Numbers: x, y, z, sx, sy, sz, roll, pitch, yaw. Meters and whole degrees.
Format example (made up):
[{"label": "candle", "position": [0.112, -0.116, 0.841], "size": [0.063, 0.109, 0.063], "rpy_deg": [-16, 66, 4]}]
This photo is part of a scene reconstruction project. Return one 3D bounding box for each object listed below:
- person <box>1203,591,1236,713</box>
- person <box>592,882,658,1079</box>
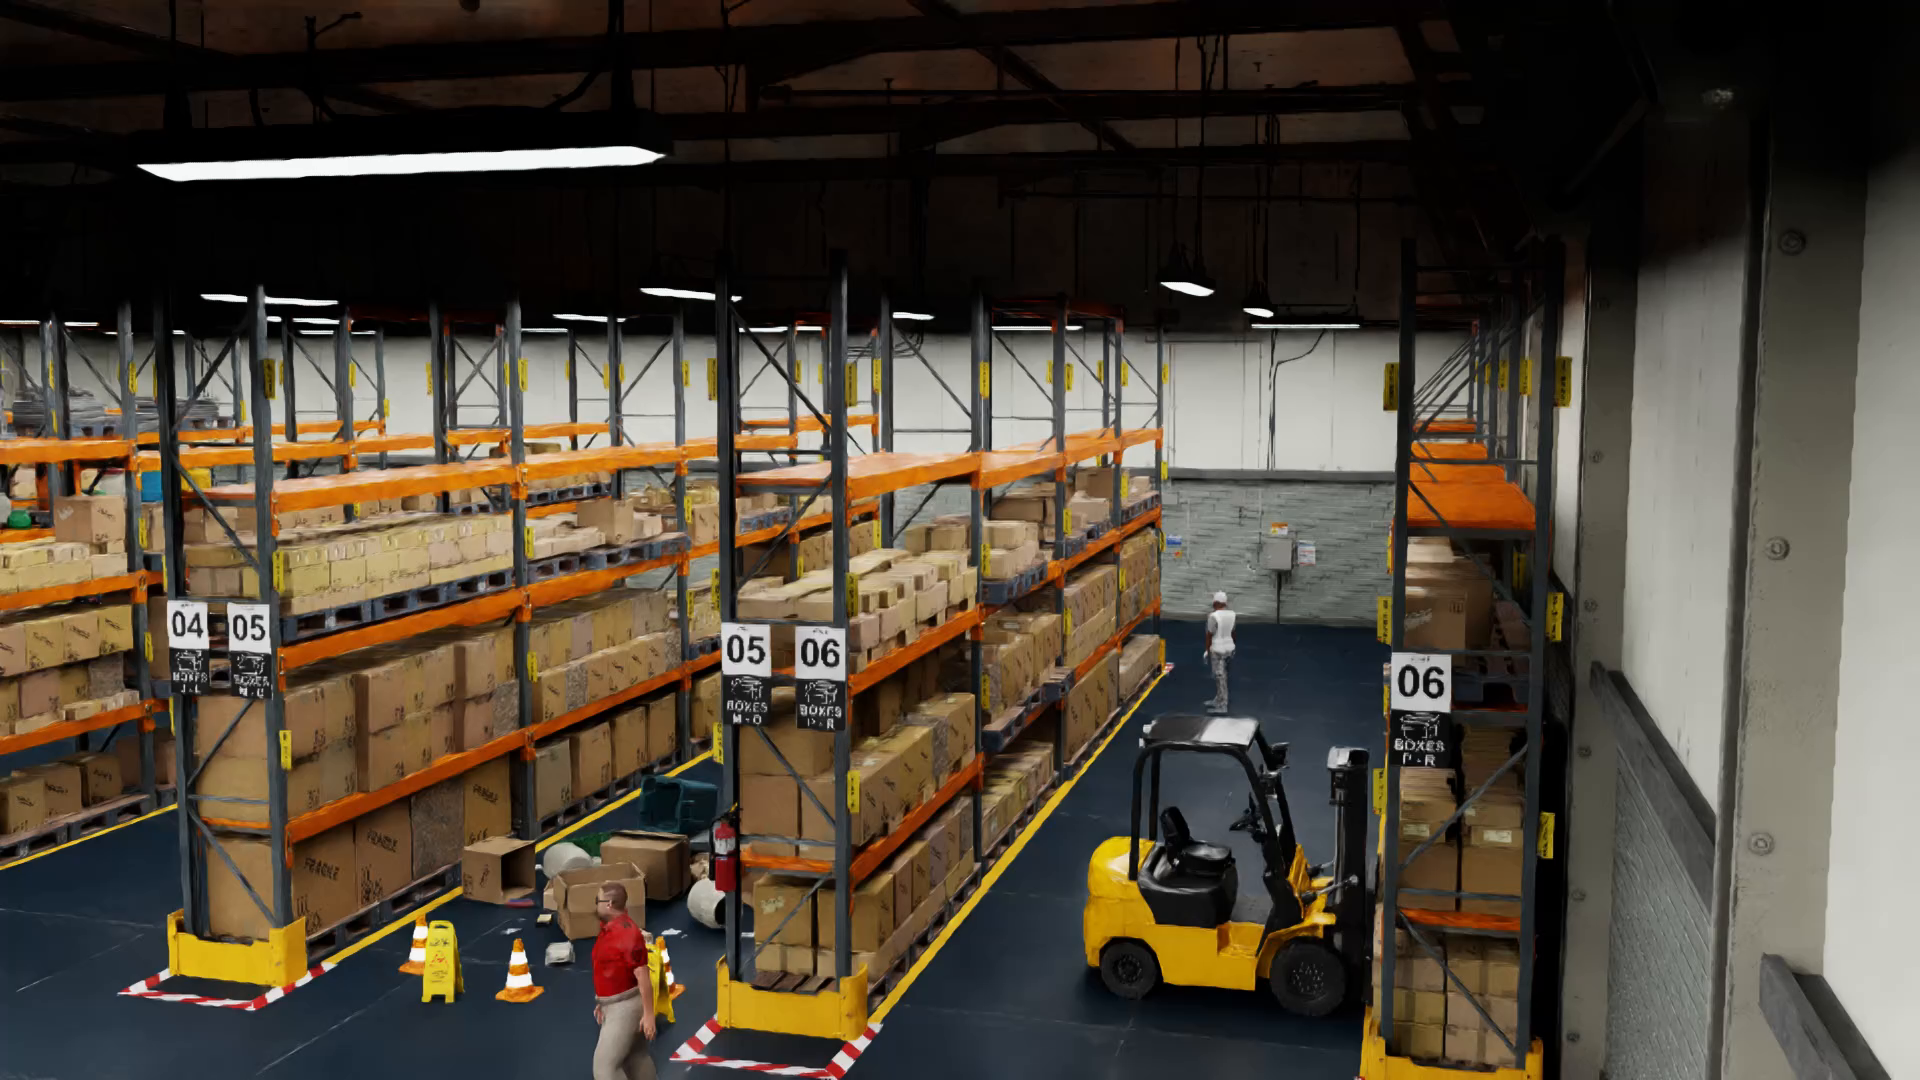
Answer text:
[{"label": "person", "position": [3.851, 1.643, 24.778], "size": [0.577, 1.778, 0.662], "rpy_deg": [6, 8, 43]}, {"label": "person", "position": [-2.224, 3.143, 11.092], "size": [0.489, 1.731, 0.651], "rpy_deg": [-2, 6, -18]}]
